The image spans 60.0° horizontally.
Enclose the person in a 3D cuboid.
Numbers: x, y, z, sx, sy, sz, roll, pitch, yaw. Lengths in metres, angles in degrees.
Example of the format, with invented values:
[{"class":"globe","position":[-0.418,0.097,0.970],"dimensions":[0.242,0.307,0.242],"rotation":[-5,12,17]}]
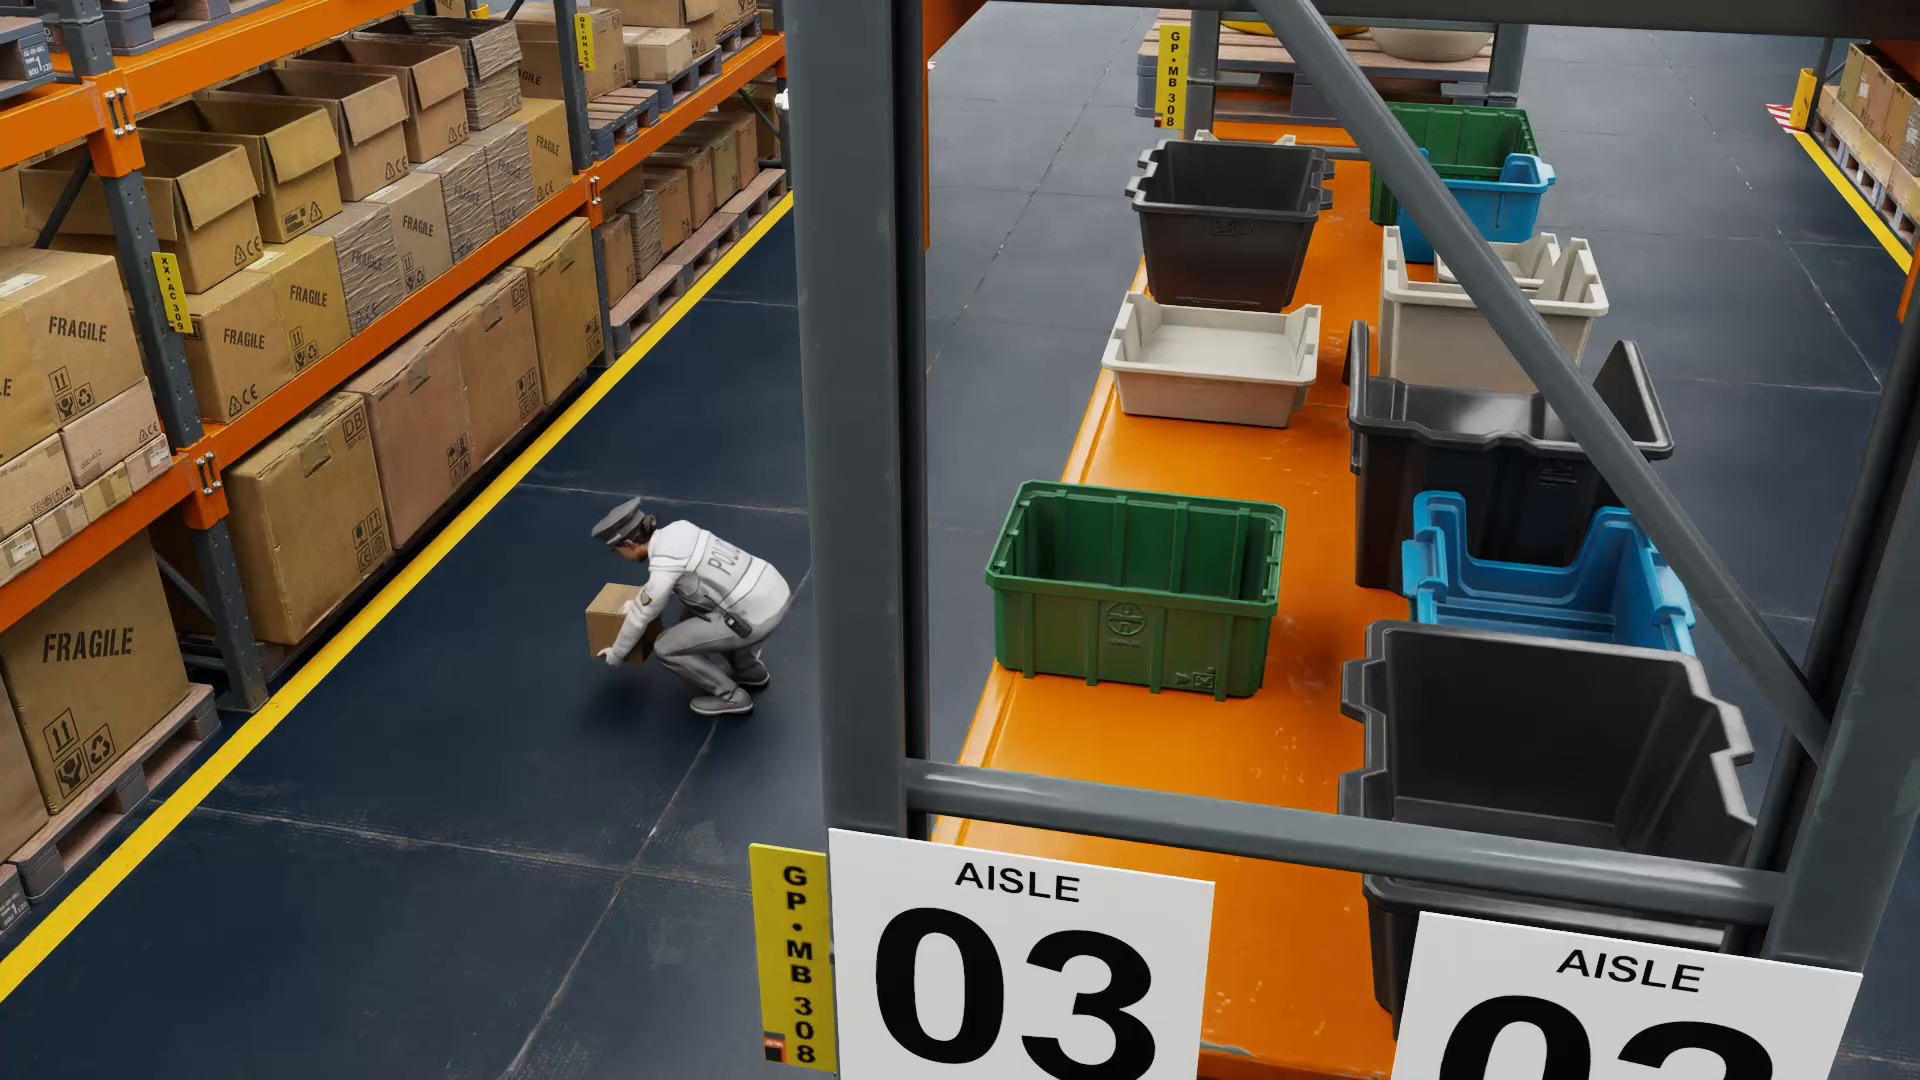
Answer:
[{"class":"person","position":[-1.184,0.273,7.352],"dimensions":[0.848,0.982,0.463],"rotation":[5,29,9]}]
